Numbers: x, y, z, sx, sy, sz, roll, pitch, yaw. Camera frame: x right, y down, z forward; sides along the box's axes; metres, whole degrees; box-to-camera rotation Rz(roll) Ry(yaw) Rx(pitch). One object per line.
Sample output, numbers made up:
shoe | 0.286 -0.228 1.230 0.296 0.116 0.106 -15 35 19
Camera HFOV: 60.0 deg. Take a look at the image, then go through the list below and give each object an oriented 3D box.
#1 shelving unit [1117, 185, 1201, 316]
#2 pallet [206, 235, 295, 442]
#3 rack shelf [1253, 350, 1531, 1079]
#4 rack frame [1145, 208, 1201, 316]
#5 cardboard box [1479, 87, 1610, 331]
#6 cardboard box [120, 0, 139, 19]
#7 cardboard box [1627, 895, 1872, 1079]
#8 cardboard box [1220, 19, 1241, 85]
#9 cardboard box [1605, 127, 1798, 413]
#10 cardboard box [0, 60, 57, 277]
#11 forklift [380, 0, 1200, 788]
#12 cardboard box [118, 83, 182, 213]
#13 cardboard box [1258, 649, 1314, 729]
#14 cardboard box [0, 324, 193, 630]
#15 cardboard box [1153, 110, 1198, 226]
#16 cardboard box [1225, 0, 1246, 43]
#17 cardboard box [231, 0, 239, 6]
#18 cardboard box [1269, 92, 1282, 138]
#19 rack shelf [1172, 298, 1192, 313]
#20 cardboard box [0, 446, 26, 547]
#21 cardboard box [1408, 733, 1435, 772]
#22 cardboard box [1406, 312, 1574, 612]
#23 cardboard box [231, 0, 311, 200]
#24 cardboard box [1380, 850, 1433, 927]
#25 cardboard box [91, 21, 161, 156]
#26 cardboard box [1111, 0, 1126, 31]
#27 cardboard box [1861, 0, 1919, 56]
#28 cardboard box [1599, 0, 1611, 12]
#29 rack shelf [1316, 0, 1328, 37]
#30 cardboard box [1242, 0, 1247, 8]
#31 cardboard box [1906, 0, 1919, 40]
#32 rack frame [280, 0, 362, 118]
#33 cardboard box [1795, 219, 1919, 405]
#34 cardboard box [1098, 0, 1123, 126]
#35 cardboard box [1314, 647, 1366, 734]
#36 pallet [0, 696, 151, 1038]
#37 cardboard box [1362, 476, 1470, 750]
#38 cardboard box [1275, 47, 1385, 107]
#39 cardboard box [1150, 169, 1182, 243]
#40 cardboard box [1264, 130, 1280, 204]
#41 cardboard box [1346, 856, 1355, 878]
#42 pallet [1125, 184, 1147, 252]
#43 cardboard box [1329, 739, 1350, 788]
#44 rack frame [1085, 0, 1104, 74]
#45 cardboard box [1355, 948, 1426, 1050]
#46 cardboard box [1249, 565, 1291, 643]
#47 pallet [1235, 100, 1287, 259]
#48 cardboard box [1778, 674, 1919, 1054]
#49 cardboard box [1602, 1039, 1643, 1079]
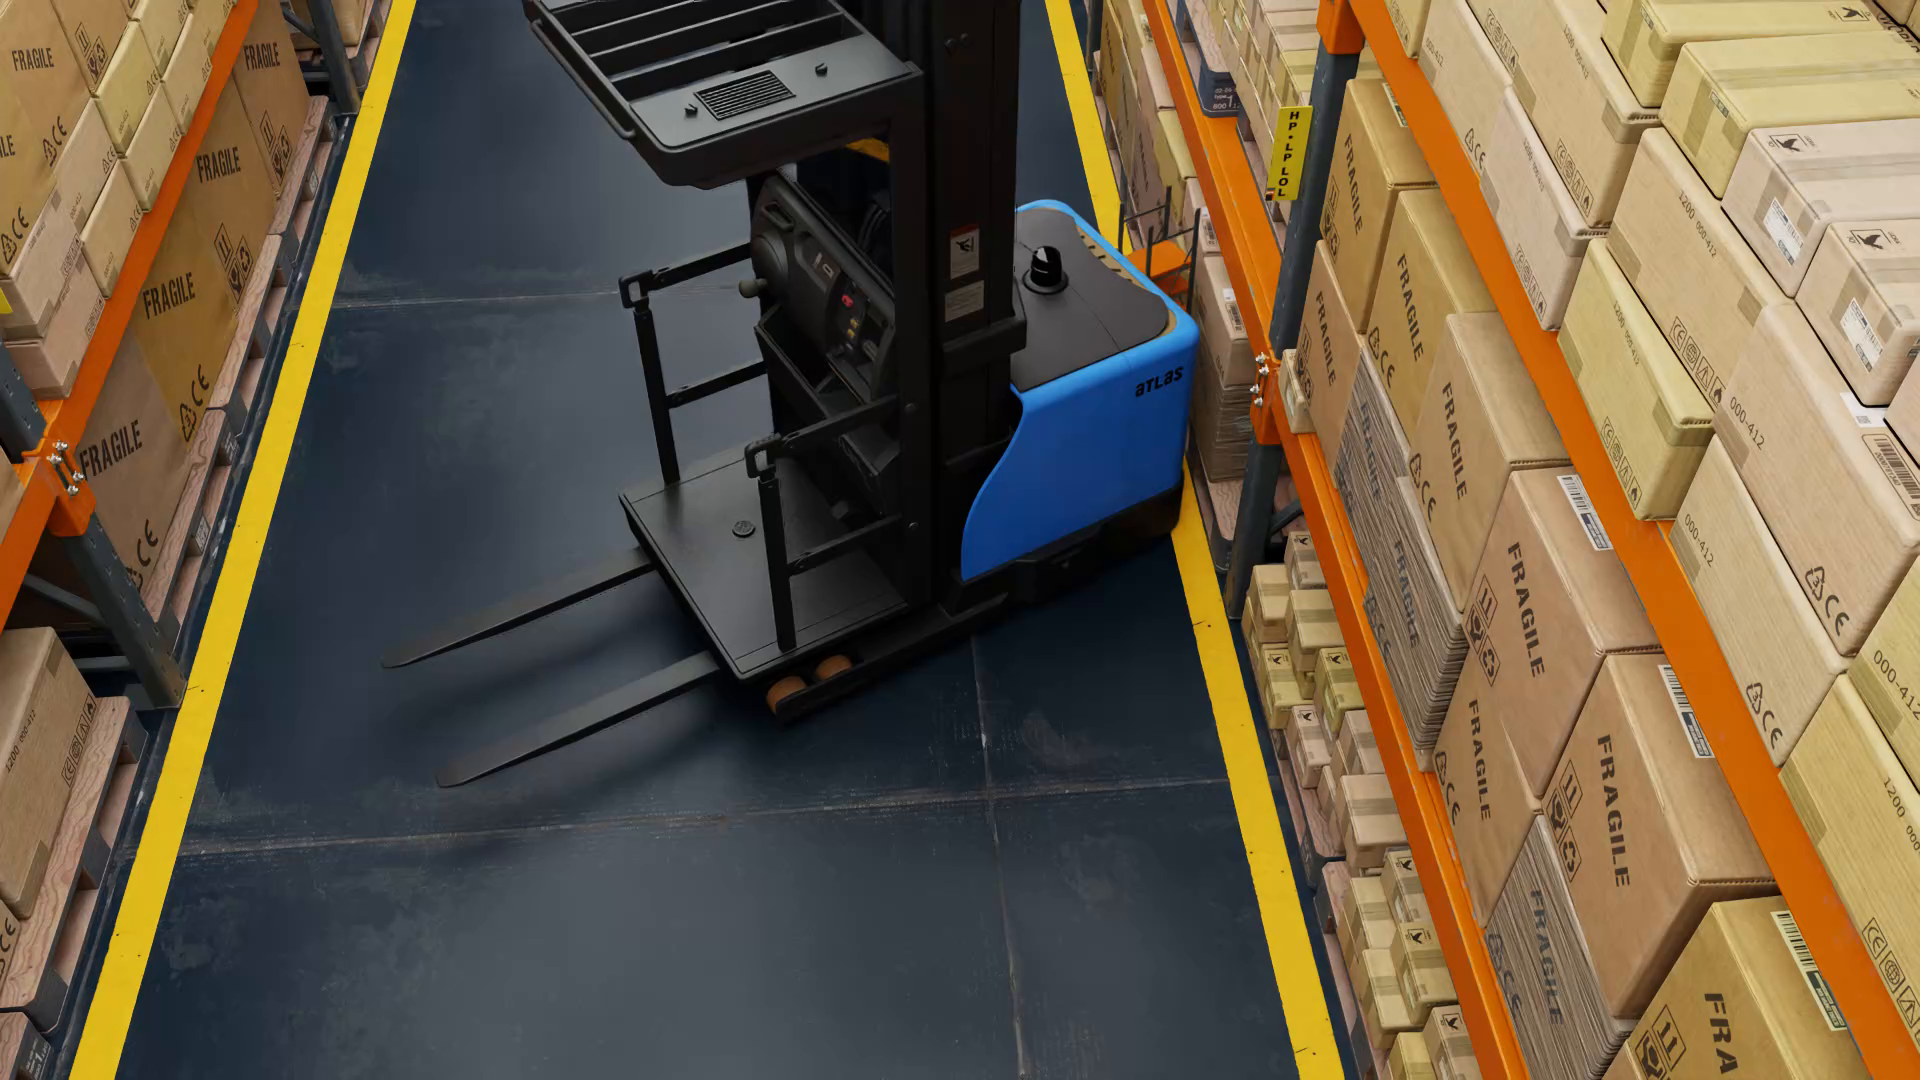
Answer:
shelving unit | 0.770 -0.835 6.709 0.258 1.200 0.189 -24 49 -21
pallet | -3.633 -0.898 7.455 1.003 0.211 1.213 -3 47 -3
rack shelf | 1.703 0.902 4.325 1.077 0.370 4.000 -3 47 -3
rack frame | 0.818 -0.781 6.653 0.240 1.200 0.006 -24 49 -21
cardboard box | 1.387 -0.681 3.367 0.500 0.250 0.500 -2 47 -2
cardboard box | -3.298 -2.235 6.043 0.500 0.500 0.500 -4 47 -4
cardboard box | 1.542 0.939 2.833 0.500 0.500 0.500 -5 47 -5
cardboard box | 1.214 -1.876 6.345 0.380 0.149 0.250 -5 47 -5
cardboard box | 1.464 -0.474 2.826 0.500 0.250 0.500 -5 47 -5
cardboard box | -3.139 -1.132 4.999 0.500 0.500 0.500 -3 47 -3
forklift | -0.640 -0.787 5.477 3.031 2.935 1.130 -24 51 -21
cardboard box | -3.234 -1.447 6.158 0.500 0.250 0.500 -4 47 -4
cardboard box | 1.268 0.519 5.867 0.380 0.149 0.250 -2 47 -2
cardboard box | -3.520 -0.276 6.119 0.875 0.875 0.875 -2 47 -2
cardboard box | 1.133 -1.613 7.127 0.500 0.250 0.500 -5 47 -5
cardboard box | 1.217 -1.984 6.242 0.380 0.149 0.250 -6 47 -5
cardboard box | -3.364 -2.542 7.195 0.500 0.250 0.500 -3 47 -3
cardboard box | 1.283 -1.419 5.707 0.380 0.149 0.250 -3 47 -3
rack shelf | 0.768 -0.889 6.656 0.258 0.103 0.180 -24 49 -21
cardboard box | -3.095 -0.133 4.741 0.500 0.500 0.500 -3 47 -3
cardboard box | 1.392 0.469 4.413 0.380 0.149 0.250 -2 47 -2
cardboard box | 1.401 -0.191 3.902 0.500 0.500 0.500 -3 47 -3
cardboard box | -3.748 -2.221 7.962 0.875 0.875 0.875 -4 47 -4
cardboard box | 1.482 1.052 4.952 0.380 0.149 0.250 -5 47 -5
cardboard box | -3.232 -1.616 5.974 0.500 0.250 0.500 -3 47 -3
cardboard box | 1.018 -2.715 8.172 0.500 0.250 0.500 -5 47 -5
cardboard box | 1.908 -0.871 3.202 0.500 0.250 0.500 -2 47 -2
cardboard box | 1.404 -1.102 3.146 0.380 0.149 0.250 -5 47 -5
rack shelf | 1.368 -3.023 5.977 1.077 0.370 4.000 -3 47 -3
cardboard box | 1.225 -2.083 6.131 0.380 0.149 0.250 -5 47 -5
cardboard box | 1.968 -0.937 2.990 0.380 0.149 0.250 -4 47 -4
rack frame | -3.723 -3.312 7.821 1.000 3.000 0.127 -3 47 -3
cardboard box | 1.474 -0.338 2.423 0.380 0.149 0.250 -3 47 -2
cardboard box | 1.006 -2.444 8.431 0.500 0.500 0.500 -5 47 -5
cardboard box | 1.393 0.484 5.490 0.380 0.149 0.250 -4 47 -4
pallet | -3.403 1.096 5.567 1.003 0.211 1.213 -3 47 -3
cardboard box | 1.381 0.169 4.250 0.500 0.500 0.500 -4 47 -4
cardboard box | 1.284 -1.528 5.605 0.380 0.149 0.250 -5 47 -4
cardboard box | 1.142 -1.340 7.385 0.500 0.500 0.500 -4 47 -4
cardboard box | 1.283 -1.313 5.812 0.380 0.149 0.250 -3 47 -3
cardboard box | 1.469 1.069 5.346 0.380 0.149 0.250 -5 47 -5
pallet | 1.364 -1.281 7.818 1.003 0.211 1.213 -3 47 -3
cardboard box | 1.434 0.770 5.424 0.380 0.149 0.250 -6 47 -5
rack frame | 1.201 -3.686 8.175 1.000 3.000 0.127 -3 47 -3
cardboard box | 1.387 1.337 4.887 0.380 0.149 0.250 -3 47 -3
cardboard box | 1.247 0.223 5.942 0.380 0.149 0.250 -2 47 -1
pallet | 1.617 -1.288 6.036 1.003 0.211 1.213 -3 47 -3
cardboard box | 1.519 0.440 2.304 0.500 0.250 0.500 -3 47 -3
cardboard box | 1.539 1.283 3.195 0.500 0.500 0.500 -4 47 -4
